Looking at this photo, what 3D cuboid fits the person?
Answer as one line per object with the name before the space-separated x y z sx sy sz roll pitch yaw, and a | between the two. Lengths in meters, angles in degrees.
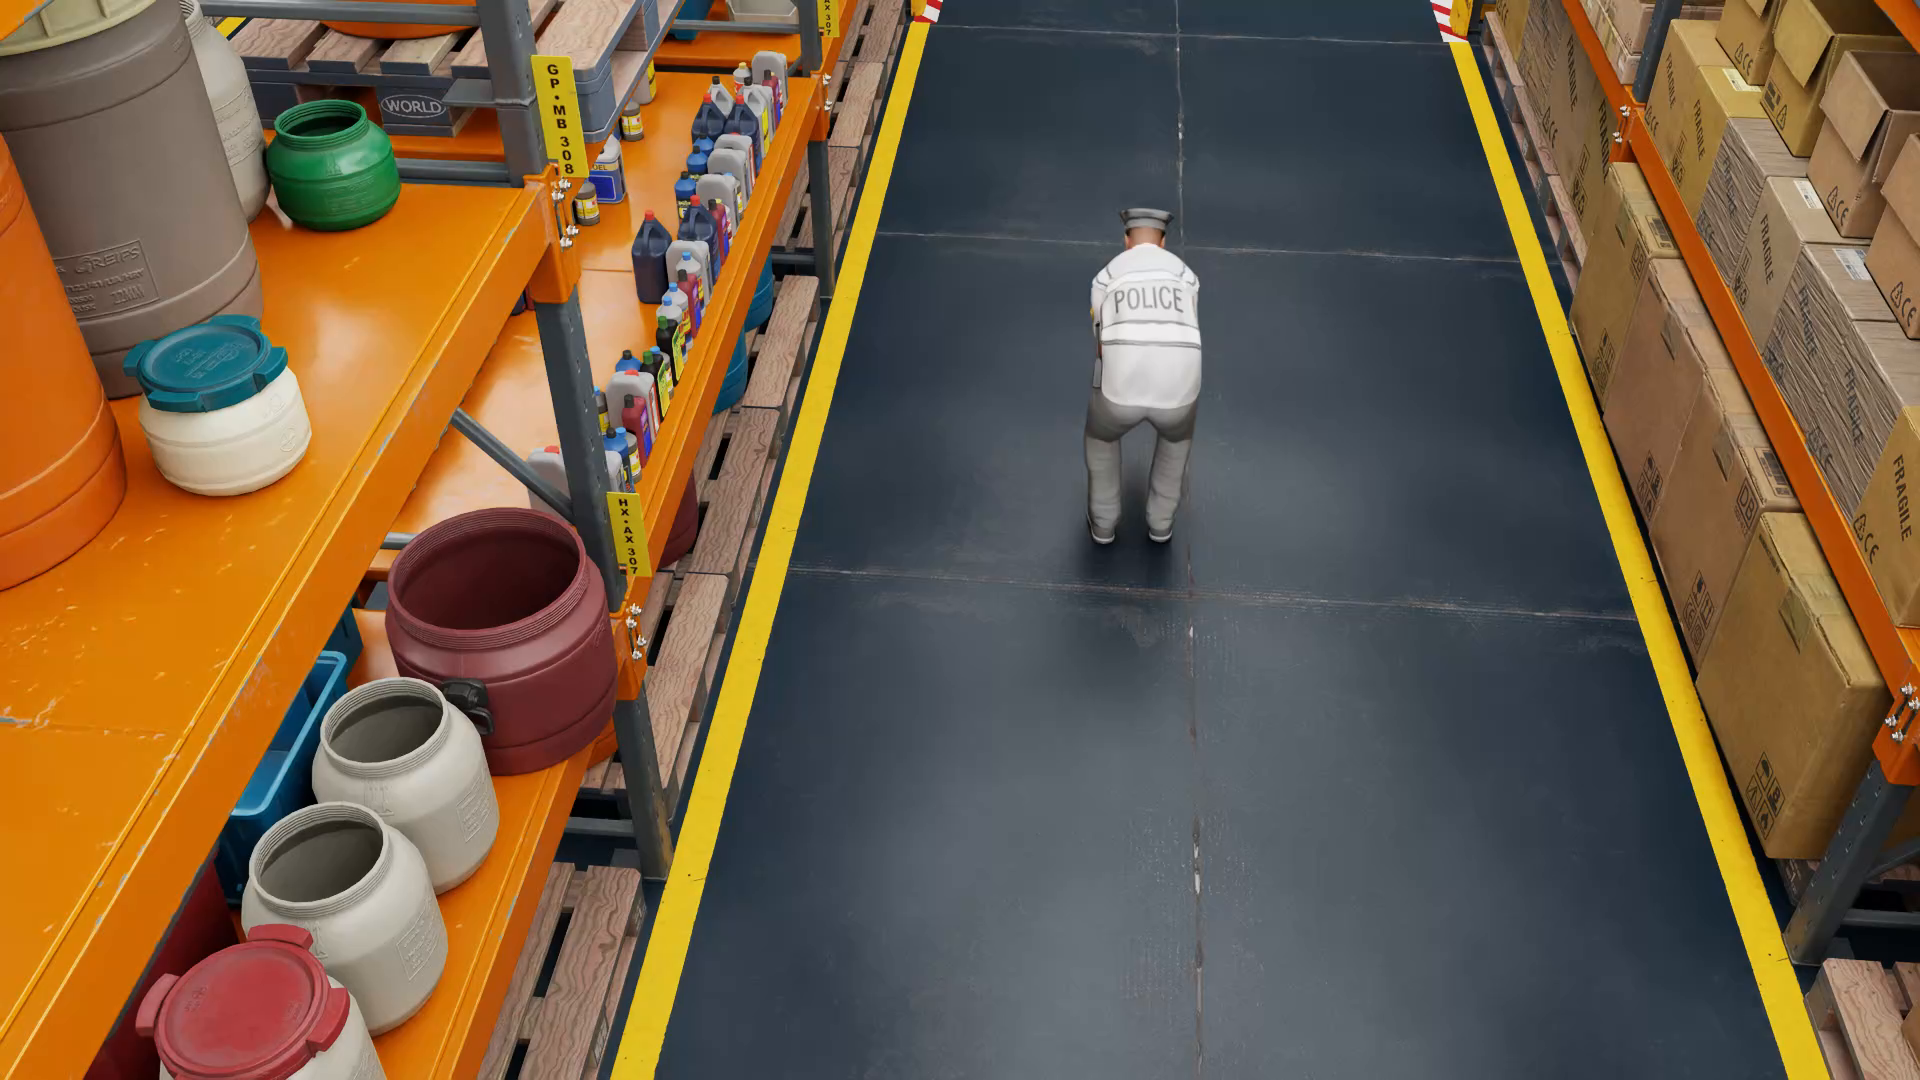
person | 0.798 -0.706 7.322 0.487 1.342 0.987 2 40 2
